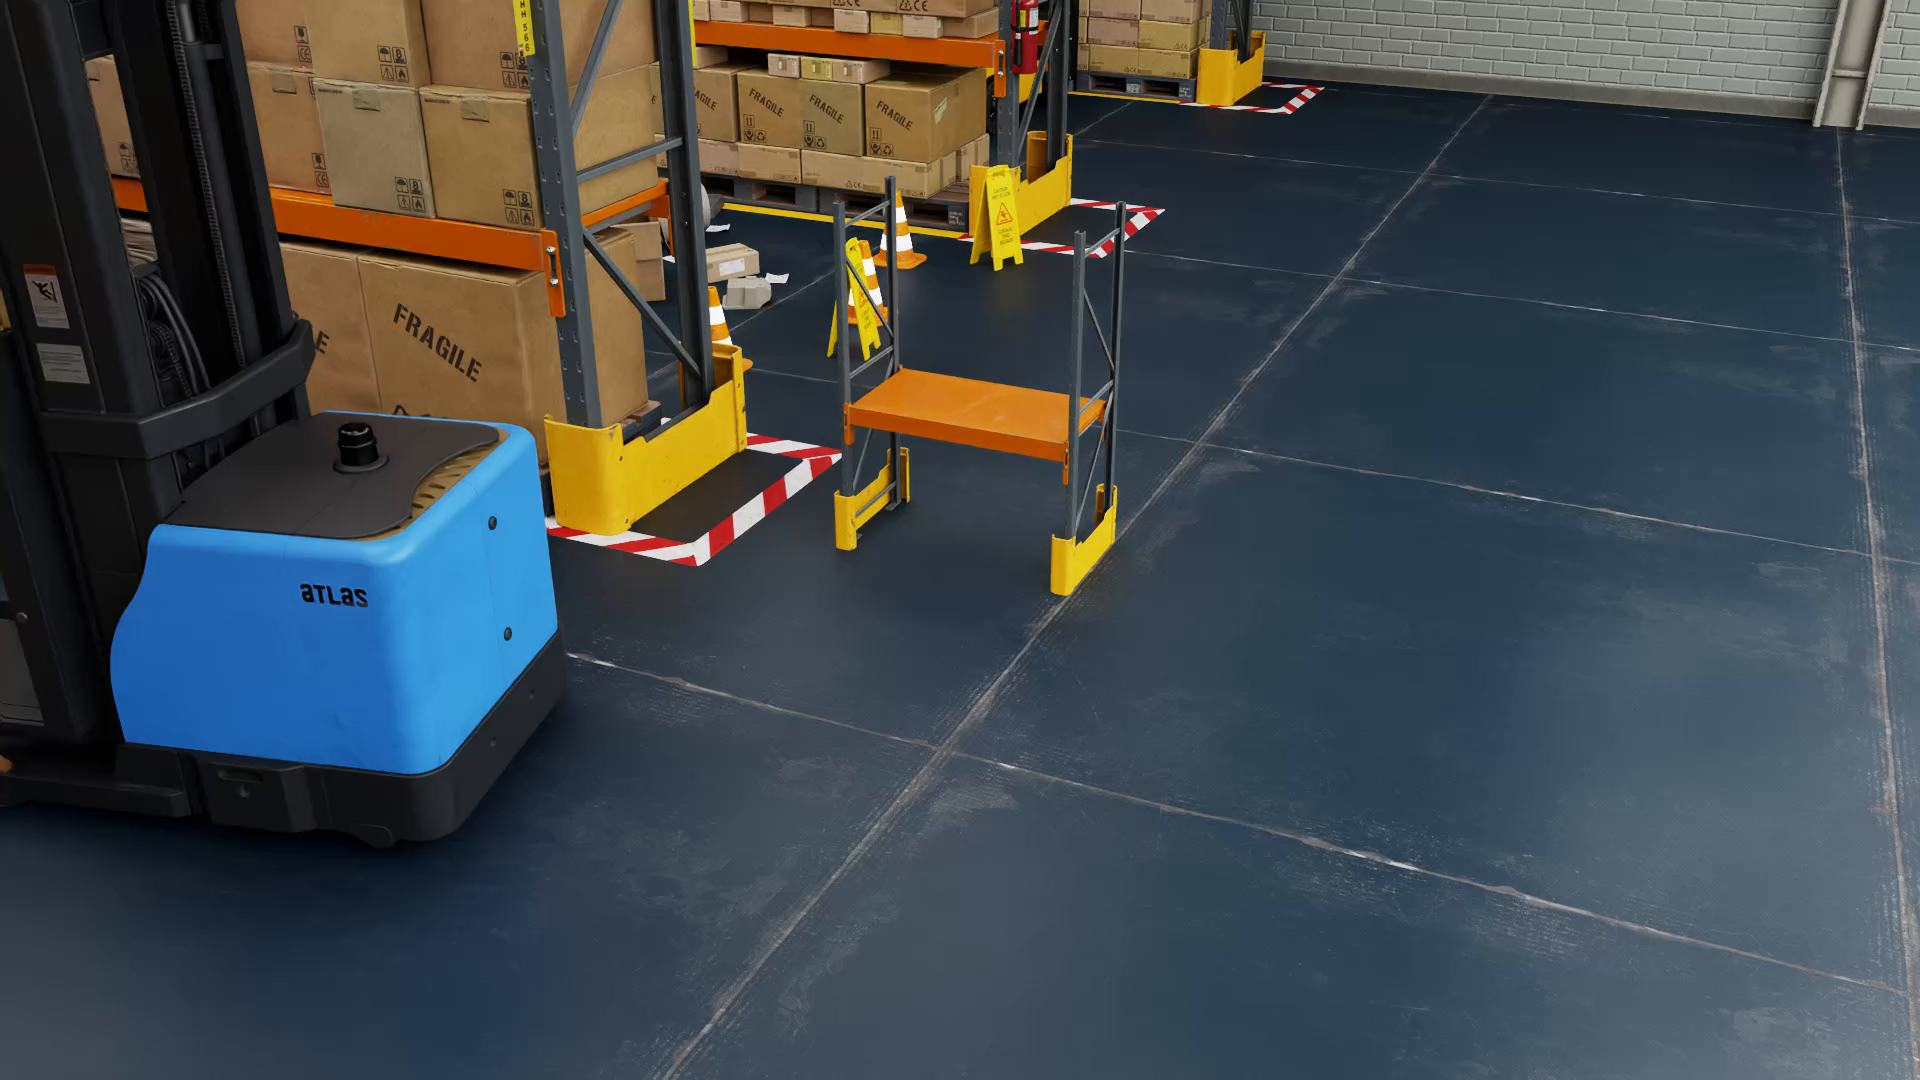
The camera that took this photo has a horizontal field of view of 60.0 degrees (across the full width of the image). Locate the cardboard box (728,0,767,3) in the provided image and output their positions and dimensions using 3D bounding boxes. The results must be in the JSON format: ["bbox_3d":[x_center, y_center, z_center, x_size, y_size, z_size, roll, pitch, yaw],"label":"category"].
[{"bbox_3d":[-1.459,-4.087,11.704,0.500,0.500,0.500,12,29,22],"label":"cardboard box"}]

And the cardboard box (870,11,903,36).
[{"bbox_3d":[-0.420,-3.560,11.370,0.250,0.149,0.380,11,28,21],"label":"cardboard box"}]

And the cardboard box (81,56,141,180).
[{"bbox_3d":[-3.794,-2.123,7.996,0.550,0.550,0.875,11,28,22],"label":"cardboard box"}]

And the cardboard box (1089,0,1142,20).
[{"bbox_3d":[1.546,-5.083,15.684,0.500,0.250,0.500,12,29,23],"label":"cardboard box"}]

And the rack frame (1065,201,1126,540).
[{"bbox_3d":[0.540,-0.564,6.698,0.032,1.500,0.500,11,28,22],"label":"rack frame"}]

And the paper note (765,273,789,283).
[{"bbox_3d":[-1.174,-1.674,10.615,0.142,0.019,0.148,2,26,4],"label":"paper note"}]

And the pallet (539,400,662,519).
[{"bbox_3d":[-2.207,-0.488,8.003,1.213,0.211,1.003,11,28,22],"label":"pallet"}]

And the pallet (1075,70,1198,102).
[{"bbox_3d":[1.848,-4.502,16.155,1.213,0.211,1.003,11,28,22],"label":"pallet"}]

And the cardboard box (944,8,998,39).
[{"bbox_3d":[0.081,-3.503,11.253,0.250,0.149,0.380,12,29,24],"label":"cardboard box"}]

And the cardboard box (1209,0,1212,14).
[{"bbox_3d":[2.202,-5.197,15.916,0.500,0.250,0.500,11,28,21],"label":"cardboard box"}]

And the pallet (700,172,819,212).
[{"bbox_3d":[-1.390,-2.783,12.663,1.213,0.211,1.003,11,28,22],"label":"pallet"}]

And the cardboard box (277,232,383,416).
[{"bbox_3d":[-2.893,-1.117,8.053,0.875,0.875,0.875,11,28,21],"label":"cardboard box"}]

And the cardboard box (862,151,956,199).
[{"bbox_3d":[-0.359,-2.632,11.838,0.500,0.250,0.500,11,28,22],"label":"cardboard box"}]

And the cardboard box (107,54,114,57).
[{"bbox_3d":[-3.783,-2.618,7.780,0.550,0.550,0.875,11,28,22],"label":"cardboard box"}]

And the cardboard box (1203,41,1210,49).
[{"bbox_3d":[2.195,-4.753,16.146,0.500,0.250,0.500,11,28,22],"label":"cardboard box"}]

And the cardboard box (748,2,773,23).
[{"bbox_3d":[-1.302,-3.790,11.837,0.250,0.149,0.380,11,28,22],"label":"cardboard box"}]

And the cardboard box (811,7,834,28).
[{"bbox_3d":[-0.842,-3.698,11.650,0.250,0.149,0.380,12,29,23],"label":"cardboard box"}]

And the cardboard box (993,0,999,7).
[{"bbox_3d":[0.194,-4.010,11.548,0.500,0.500,0.500,11,28,21],"label":"cardboard box"}]

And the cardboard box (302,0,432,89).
[{"bbox_3d":[-2.307,-2.323,7.180,0.550,0.550,0.875,11,28,22],"label":"cardboard box"}]

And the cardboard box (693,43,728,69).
[{"bbox_3d":[-1.902,-3.542,12.103,0.250,0.149,0.380,13,29,25],"label":"cardboard box"}]

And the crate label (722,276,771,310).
[{"bbox_3d":[-1.306,-1.519,10.181,0.298,0.136,0.250,-2,26,-5],"label":"crate label"}]

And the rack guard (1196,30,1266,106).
[{"bbox_3d":[2.584,-4.504,15.832,0.348,0.500,1.175,11,28,22],"label":"rack guard"}]

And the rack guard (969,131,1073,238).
[{"bbox_3d":[0.441,-2.526,11.814,0.348,0.500,1.175,11,28,22],"label":"rack guard"}]

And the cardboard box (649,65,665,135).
[{"bbox_3d":[-2.213,-3.346,12.439,0.500,0.500,0.500,13,29,24],"label":"cardboard box"}]

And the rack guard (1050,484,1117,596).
[{"bbox_3d":[0.523,-0.007,6.982,0.087,0.250,0.587,11,28,22],"label":"rack guard"}]

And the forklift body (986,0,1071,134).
[{"bbox_3d":[0.080,-4.862,14.691,1.214,2.155,2.313,11,28,22],"label":"forklift body"}]

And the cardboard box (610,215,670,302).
[{"bbox_3d":[-2.137,-1.816,10.370,0.637,0.503,0.797,-7,27,-14],"label":"cardboard box"}]

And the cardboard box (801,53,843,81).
[{"bbox_3d":[-0.916,-3.345,11.701,0.250,0.149,0.380,12,29,23],"label":"cardboard box"}]

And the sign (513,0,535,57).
[{"bbox_3d":[-1.684,-2.035,6.407,0.005,0.325,0.100,11,28,22],"label":"sign"}]

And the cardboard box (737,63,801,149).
[{"bbox_3d":[-1.260,-3.155,12.051,0.500,0.500,0.500,11,28,21],"label":"cardboard box"}]

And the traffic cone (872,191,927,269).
[{"bbox_3d":[-0.415,-2.055,10.900,0.334,0.463,0.336,11,28,22],"label":"traffic cone"}]

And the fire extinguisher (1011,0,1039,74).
[{"bbox_3d":[0.424,-3.392,10.832,0.183,0.674,0.296,11,28,22],"label":"fire extinguisher"}]

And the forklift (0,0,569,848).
[{"bbox_3d":[-2.984,-0.658,5.267,3.031,2.935,1.130,5,27,10],"label":"forklift"}]

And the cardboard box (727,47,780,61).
[{"bbox_3d":[-1.553,-3.470,12.692,0.500,0.500,0.500,13,29,24],"label":"cardboard box"}]

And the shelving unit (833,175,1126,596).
[{"bbox_3d":[0.069,-0.659,6.890,1.083,1.500,0.587,11,28,22],"label":"shelving unit"}]

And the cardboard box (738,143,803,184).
[{"bbox_3d":[-1.284,-2.819,12.217,0.500,0.250,0.500,10,28,20],"label":"cardboard box"}]

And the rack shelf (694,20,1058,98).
[{"bbox_3d":[-1.310,-3.676,12.135,4.000,0.370,1.077,11,28,22],"label":"rack shelf"}]

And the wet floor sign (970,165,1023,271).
[{"bbox_3d":[0.240,-2.112,10.809,0.232,0.644,0.267,23,35,39],"label":"wet floor sign"}]

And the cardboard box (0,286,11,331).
[{"bbox_3d":[-4.544,-1.448,8.725,0.875,0.875,0.875,12,29,23],"label":"cardboard box"}]

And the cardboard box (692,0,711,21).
[{"bbox_3d":[-1.816,-3.828,11.913,0.250,0.149,0.380,12,28,22],"label":"cardboard box"}]

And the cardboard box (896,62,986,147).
[{"bbox_3d":[-0.131,-3.187,12.116,0.500,0.500,0.500,10,28,20],"label":"cardboard box"}]

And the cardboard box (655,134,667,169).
[{"bbox_3d":[-2.215,-3.010,12.605,0.500,0.250,0.500,13,29,25],"label":"cardboard box"}]

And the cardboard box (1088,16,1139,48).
[{"bbox_3d":[1.537,-4.868,15.814,0.500,0.250,0.500,11,28,21],"label":"cardboard box"}]

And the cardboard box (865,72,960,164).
[{"bbox_3d":[-0.327,-2.966,11.667,0.500,0.500,0.500,12,28,22],"label":"cardboard box"}]

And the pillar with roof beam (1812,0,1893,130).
[{"bbox_3d":[5.981,-5.983,9.214,0.400,9.000,9.100,11,28,22],"label":"pillar with roof beam"}]

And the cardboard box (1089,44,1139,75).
[{"bbox_3d":[1.554,-4.638,15.912,0.500,0.250,0.500,11,28,22],"label":"cardboard box"}]

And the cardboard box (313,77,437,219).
[{"bbox_3d":[-2.313,-1.833,7.408,0.550,0.550,0.875,11,28,22],"label":"cardboard box"}]

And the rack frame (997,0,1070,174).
[{"bbox_3d":[0.510,-3.633,11.234,0.127,3.000,1.000,11,28,22],"label":"rack frame"}]

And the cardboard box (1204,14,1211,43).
[{"bbox_3d":[2.220,-4.978,16.037,0.500,0.250,0.500,12,29,23],"label":"cardboard box"}]

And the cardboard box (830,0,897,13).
[{"bbox_3d":[-0.552,-3.893,11.312,0.500,0.500,0.500,11,28,22],"label":"cardboard box"}]
